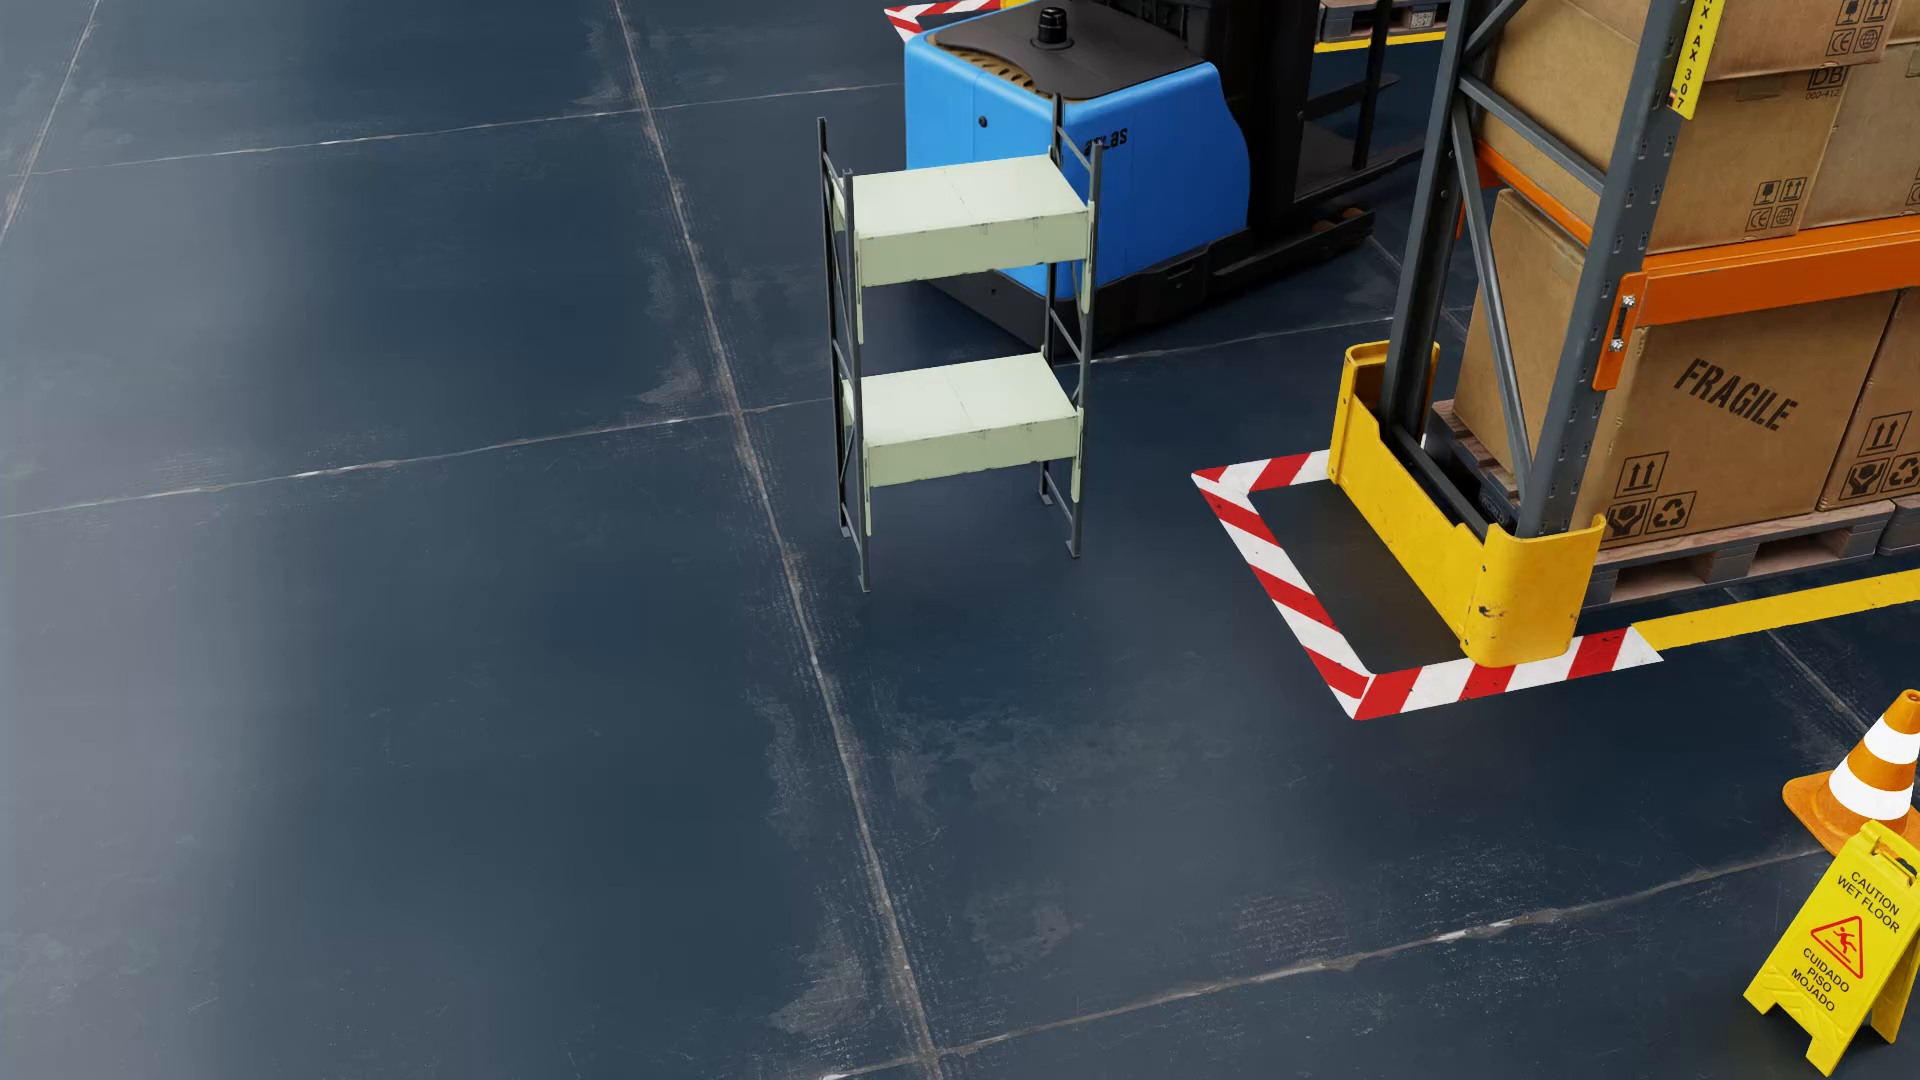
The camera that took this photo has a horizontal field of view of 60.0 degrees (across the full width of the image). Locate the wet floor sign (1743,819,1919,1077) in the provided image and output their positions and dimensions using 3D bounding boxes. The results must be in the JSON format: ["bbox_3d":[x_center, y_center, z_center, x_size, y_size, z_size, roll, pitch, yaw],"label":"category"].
[{"bbox_3d":[2.154,0.948,3.980,0.232,0.644,0.267,-16,40,-20],"label":"wet floor sign"}]

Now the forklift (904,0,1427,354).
[{"bbox_3d":[1.231,-2.638,6.786,3.031,2.935,1.130,-26,44,-30],"label":"forklift"}]

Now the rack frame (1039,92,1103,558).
[{"bbox_3d":[0.347,-0.653,5.369,0.023,1.500,0.400,-9,38,-12],"label":"rack frame"}]

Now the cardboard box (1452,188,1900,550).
[{"bbox_3d":[2.304,-0.623,5.498,0.875,0.875,0.875,-9,38,-12],"label":"cardboard box"}]

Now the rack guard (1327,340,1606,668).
[{"bbox_3d":[1.643,-0.157,5.544,0.348,0.500,1.175,-9,38,-12],"label":"rack guard"}]

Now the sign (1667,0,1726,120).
[{"bbox_3d":[1.805,-1.202,4.075,0.005,0.325,0.100,-9,38,-12],"label":"sign"}]

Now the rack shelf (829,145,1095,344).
[{"bbox_3d":[-0.006,-0.905,5.056,0.720,0.370,0.431,-9,38,-12],"label":"rack shelf"}]

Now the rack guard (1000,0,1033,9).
[{"bbox_3d":[0.544,-3.098,9.389,0.348,0.500,1.175,-9,38,-12],"label":"rack guard"}]

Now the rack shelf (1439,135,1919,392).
[{"bbox_3d":[3.597,-1.185,5.422,4.000,0.370,1.077,-9,38,-12],"label":"rack shelf"}]

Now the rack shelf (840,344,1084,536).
[{"bbox_3d":[-0.006,-0.336,5.491,0.720,0.370,0.431,-9,38,-12],"label":"rack shelf"}]

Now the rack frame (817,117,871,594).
[{"bbox_3d":[-0.360,-0.537,5.217,0.023,1.500,0.400,-9,38,-12],"label":"rack frame"}]

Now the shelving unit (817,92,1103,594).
[{"bbox_3d":[-0.006,-0.595,5.293,0.755,1.500,0.431,-9,38,-12],"label":"shelving unit"}]

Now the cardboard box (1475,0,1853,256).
[{"bbox_3d":[2.012,-1.298,4.855,0.550,0.550,0.875,-9,38,-12],"label":"cardboard box"}]

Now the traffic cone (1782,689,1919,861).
[{"bbox_3d":[2.549,0.603,4.581,0.334,0.463,0.336,-9,38,-12],"label":"traffic cone"}]

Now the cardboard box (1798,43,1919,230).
[{"bbox_3d":[2.538,-1.398,4.986,0.550,0.550,0.875,-9,38,-12],"label":"cardboard box"}]

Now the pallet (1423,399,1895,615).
[{"bbox_3d":[2.418,-0.218,5.862,1.213,0.211,1.003,-9,38,-12],"label":"pallet"}]

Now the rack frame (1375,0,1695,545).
[{"bbox_3d":[1.666,-1.154,4.789,0.127,3.000,1.000,-9,38,-12],"label":"rack frame"}]

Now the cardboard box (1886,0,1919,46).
[{"bbox_3d":[2.541,-1.819,4.647,0.550,0.550,0.875,-9,38,-12],"label":"cardboard box"}]

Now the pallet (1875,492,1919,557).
[{"bbox_3d":[3.593,-0.410,6.112,1.213,0.211,1.003,-9,38,-12],"label":"pallet"}]

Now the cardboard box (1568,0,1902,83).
[{"bbox_3d":[2.034,-1.678,4.463,0.550,0.550,0.875,-9,38,-12],"label":"cardboard box"}]

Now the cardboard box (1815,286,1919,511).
[{"bbox_3d":[3.152,-0.763,5.682,0.875,0.875,0.875,-10,39,-13],"label":"cardboard box"}]
